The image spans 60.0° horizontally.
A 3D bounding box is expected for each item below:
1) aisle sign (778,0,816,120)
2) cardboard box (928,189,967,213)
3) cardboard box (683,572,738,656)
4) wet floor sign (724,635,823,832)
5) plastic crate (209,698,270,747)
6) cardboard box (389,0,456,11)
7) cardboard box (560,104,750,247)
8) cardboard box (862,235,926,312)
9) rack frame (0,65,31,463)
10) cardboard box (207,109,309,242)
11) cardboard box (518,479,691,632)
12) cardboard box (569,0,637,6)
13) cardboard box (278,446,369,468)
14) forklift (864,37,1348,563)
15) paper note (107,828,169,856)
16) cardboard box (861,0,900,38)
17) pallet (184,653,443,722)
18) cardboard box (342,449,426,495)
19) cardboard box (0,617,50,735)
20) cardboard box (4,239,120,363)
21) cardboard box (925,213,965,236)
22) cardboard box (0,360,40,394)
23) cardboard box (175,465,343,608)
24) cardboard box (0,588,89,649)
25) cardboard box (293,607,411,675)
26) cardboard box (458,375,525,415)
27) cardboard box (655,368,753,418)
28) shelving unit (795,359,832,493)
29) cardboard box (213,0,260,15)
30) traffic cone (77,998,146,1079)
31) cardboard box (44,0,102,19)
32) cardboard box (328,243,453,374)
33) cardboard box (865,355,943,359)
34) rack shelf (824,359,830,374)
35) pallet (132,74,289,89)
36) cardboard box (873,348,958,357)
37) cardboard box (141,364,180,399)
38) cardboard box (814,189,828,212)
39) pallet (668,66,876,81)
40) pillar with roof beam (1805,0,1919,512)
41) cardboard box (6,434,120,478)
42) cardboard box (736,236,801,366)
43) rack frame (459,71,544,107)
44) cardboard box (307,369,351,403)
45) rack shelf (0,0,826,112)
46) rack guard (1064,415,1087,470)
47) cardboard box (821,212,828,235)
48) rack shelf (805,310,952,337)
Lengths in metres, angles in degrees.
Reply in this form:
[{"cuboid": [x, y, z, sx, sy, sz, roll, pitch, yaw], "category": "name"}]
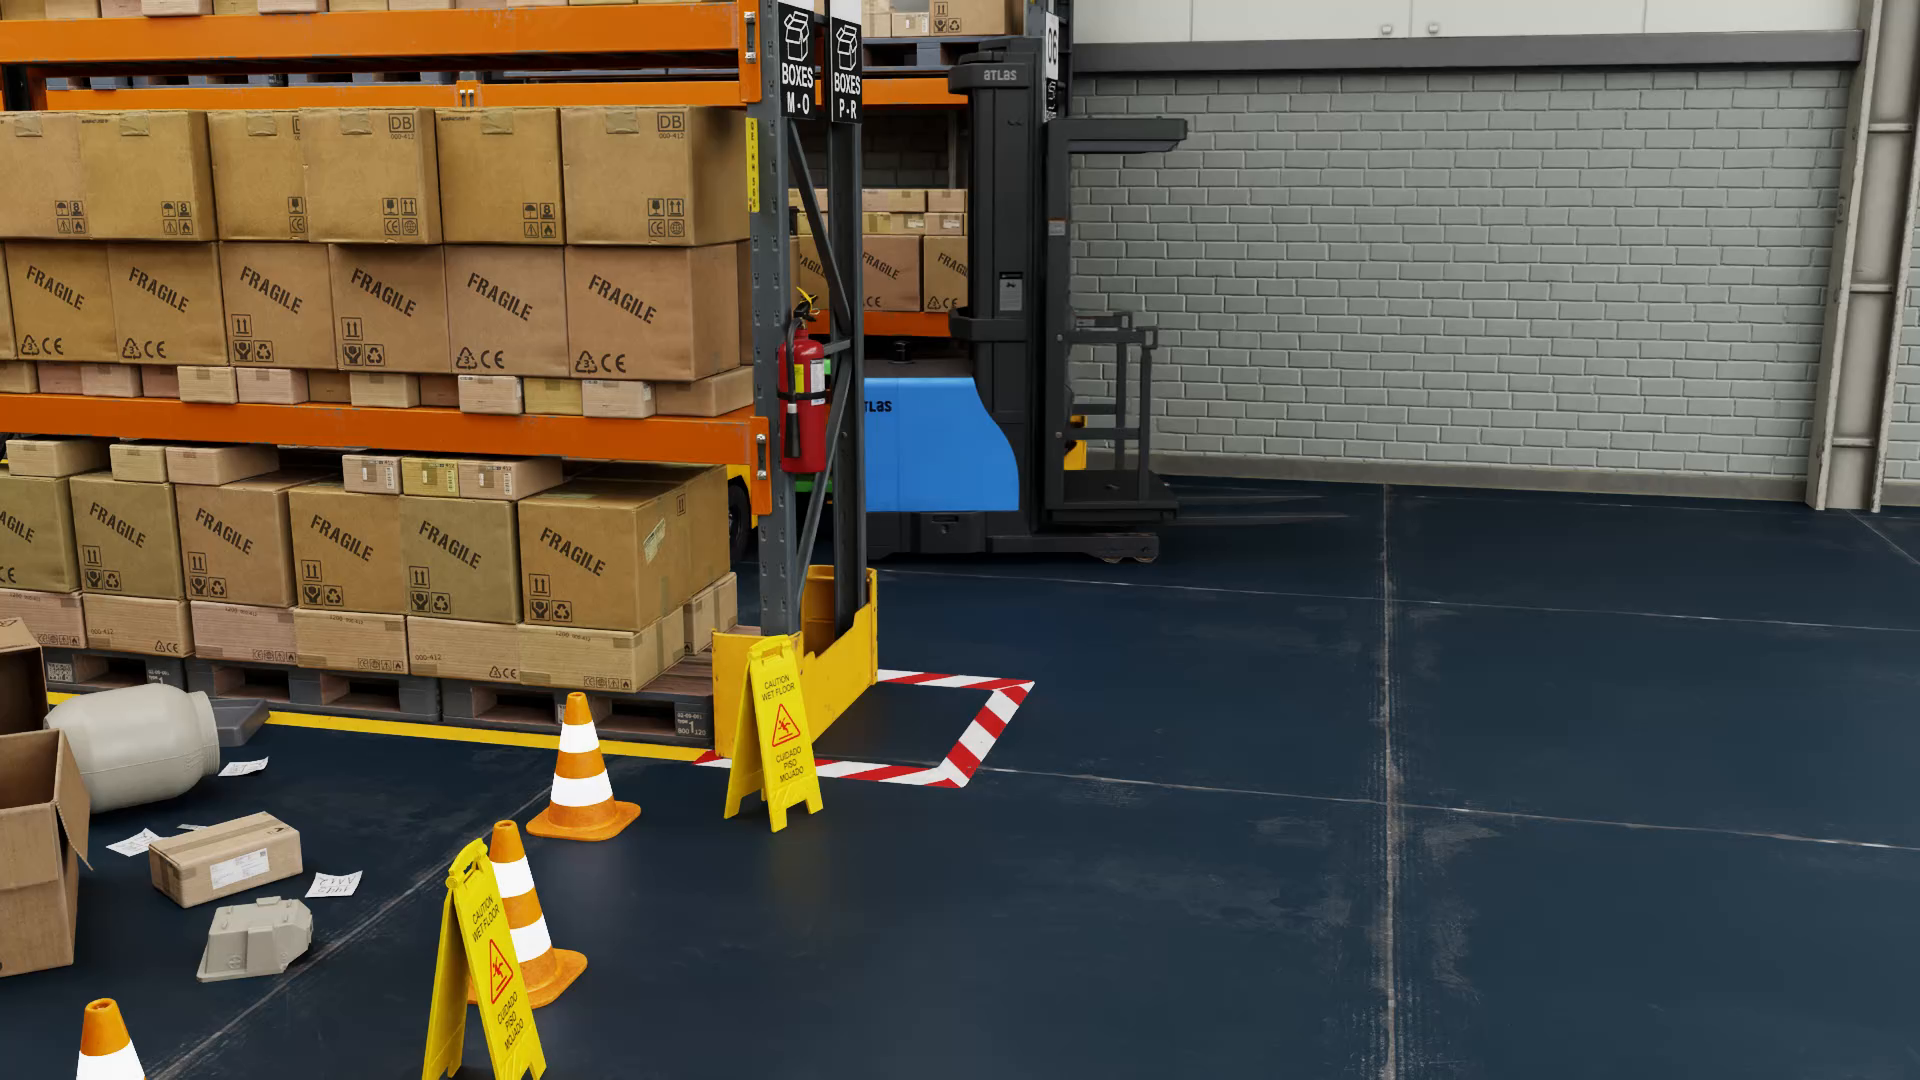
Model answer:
[{"cuboid": [-0.596, -1.937, 6.037, 0.004, 0.787, 0.394, 3, 13, 14], "category": "aisle sign"}, {"cuboid": [-0.046, -2.267, 11.112, 0.250, 0.149, 0.380, 3, 13, 14], "category": "cardboard box"}, {"cuboid": [-1.303, 0.305, 7.311, 0.500, 0.250, 0.500, 3, 13, 13], "category": "cardboard box"}, {"cuboid": [-0.658, 0.652, 5.804, 0.232, 0.644, 0.267, 8, 15, 33], "category": "wet floor sign"}, {"cuboid": [-3.142, 0.740, 6.715, 0.583, 0.080, 0.402, -1, 13, -6], "category": "plastic crate"}, {"cuboid": [-1.982, -2.091, 6.386, 0.250, 0.149, 0.380, 3, 13, 13], "category": "cardboard box"}, {"cuboid": [-1.135, -1.395, 6.369, 0.500, 0.500, 0.700, 3, 13, 12], "category": "cardboard box"}, {"cuboid": [-0.443, -1.824, 11.299, 0.500, 0.500, 0.500, 3, 13, 15], "category": "cardboard box"}, {"cuboid": [-4.470, -0.940, 7.543, 0.127, 3.000, 1.000, 3, 13, 14], "category": "rack frame"}, {"cuboid": [-2.595, -1.483, 6.765, 0.500, 0.500, 0.700, 3, 13, 13], "category": "cardboard box"}, {"cuboid": [-1.427, 0.052, 6.719, 0.500, 0.500, 0.500, 3, 13, 14], "category": "cardboard box"}, {"cuboid": [-1.249, -2.039, 6.156, 0.250, 0.149, 0.380, 3, 13, 14], "category": "cardboard box"}, {"cuboid": [-2.841, -0.142, 7.595, 0.500, 0.500, 0.500, 4, 13, 17], "category": "cardboard box"}, {"cuboid": [0.769, -1.411, 9.828, 3.031, 2.935, 1.130, -1, 13, -2], "category": "forklift"}, {"cuboid": [-2.770, 1.017, 5.606, 0.142, 0.019, 0.148, 8, 15, 33], "category": "paper note"}, {"cuboid": [-0.524, -3.421, 10.912, 0.258, 0.266, 0.396, 3, 13, 14], "category": "cardboard box"}, {"cuboid": [-2.621, 0.512, 7.439, 1.213, 0.211, 1.003, 3, 13, 14], "category": "pallet"}, {"cuboid": [-2.298, -0.297, 6.796, 0.250, 0.149, 0.380, 4, 13, 16], "category": "cardboard box"}, {"cuboid": [-3.756, 0.621, 6.274, 0.500, 0.500, 0.500, -9, 15, -35], "category": "cardboard box"}, {"cuboid": [-3.617, -1.031, 7.038, 0.500, 0.500, 0.500, 3, 13, 13], "category": "cardboard box"}, {"cuboid": [-0.060, -2.108, 11.080, 0.250, 0.149, 0.380, 3, 13, 14], "category": "cardboard box"}, {"cuboid": [-3.983, -0.731, 7.183, 0.250, 0.149, 0.380, 3, 13, 15], "category": "cardboard box"}, {"cuboid": [-2.936, -0.028, 7.084, 0.500, 0.500, 0.500, 4, 13, 16], "category": "cardboard box"}, {"cuboid": [-3.962, 0.285, 7.402, 0.500, 0.250, 0.500, 2, 13, 11], "category": "cardboard box"}, {"cuboid": [-2.446, 0.365, 7.040, 0.500, 0.250, 0.500, 3, 13, 12], "category": "cardboard box"}, {"cuboid": [-1.774, -0.598, 6.586, 0.250, 0.149, 0.380, 3, 13, 15], "category": "cardboard box"}, {"cuboid": [-1.001, -0.584, 6.520, 0.250, 0.149, 0.380, 4, 13, 15], "category": "cardboard box"}, {"cuboid": [-0.940, -0.614, 10.146, 0.503, 1.200, 0.258, 2, 13, 10], "category": "shelving unit"}, {"cuboid": [-2.727, -2.133, 6.578, 0.250, 0.149, 0.380, 3, 13, 14], "category": "cardboard box"}, {"cuboid": [-1.850, 1.226, 3.637, 0.334, 0.463, 0.336, 3, 13, 14], "category": "traffic cone"}, {"cuboid": [-3.485, -2.177, 6.777, 0.250, 0.149, 0.380, 3, 13, 15], "category": "cardboard box"}, {"cuboid": [-2.149, -0.950, 6.672, 0.500, 0.500, 0.500, 3, 13, 13], "category": "cardboard box"}, {"cuboid": [-0.420, -1.110, 11.383, 0.500, 0.250, 0.500, 3, 13, 15], "category": "cardboard box"}, {"cuboid": [-0.941, -1.020, 10.056, 0.480, 0.148, 0.258, 2, 13, 10], "category": "rack shelf"}, {"cuboid": [-5.401, -3.490, 12.547, 1.213, 0.211, 1.003, 4, 13, 16], "category": "pallet"}, {"cuboid": [-0.308, -1.217, 11.863, 0.500, 0.250, 0.500, 3, 13, 14], "category": "cardboard box"}, {"cuboid": [-3.220, -0.696, 7.026, 0.250, 0.149, 0.380, 3, 13, 13], "category": "cardboard box"}, {"cuboid": [-0.810, -2.294, 11.232, 0.250, 0.149, 0.380, 3, 13, 15], "category": "cardboard box"}, {"cuboid": [-1.269, -3.302, 11.471, 1.213, 0.211, 1.003, 3, 13, 14], "category": "pallet"}, {"cuboid": [4.933, -3.714, 6.197, 0.400, 9.000, 9.100, 3, 13, 14], "category": "pillar with roof beam"}, {"cuboid": [-3.855, -0.379, 7.164, 0.250, 0.149, 0.380, 3, 13, 14], "category": "cardboard box"}, {"cuboid": [-0.980, -1.009, 6.939, 0.500, 0.500, 0.500, 3, 13, 13], "category": "cardboard box"}, {"cuboid": [-3.284, -1.984, 12.249, 0.127, 3.000, 1.000, 3, 13, 14], "category": "rack frame"}, {"cuboid": [-2.480, -0.667, 6.896, 0.250, 0.149, 0.380, 3, 13, 14], "category": "cardboard box"}, {"cuboid": [-2.528, -1.949, 6.829, 4.000, 0.370, 1.077, 3, 13, 14], "category": "rack shelf"}, {"cuboid": [0.623, -0.554, 11.579, 0.348, 0.500, 1.175, 3, 13, 14], "category": "rack guard"}, {"cuboid": [-0.805, -2.153, 11.285, 0.250, 0.149, 0.380, 3, 13, 12], "category": "cardboard box"}, {"cuboid": [-1.342, -1.529, 11.859, 4.000, 0.370, 1.077, 3, 13, 14], "category": "rack shelf"}]
